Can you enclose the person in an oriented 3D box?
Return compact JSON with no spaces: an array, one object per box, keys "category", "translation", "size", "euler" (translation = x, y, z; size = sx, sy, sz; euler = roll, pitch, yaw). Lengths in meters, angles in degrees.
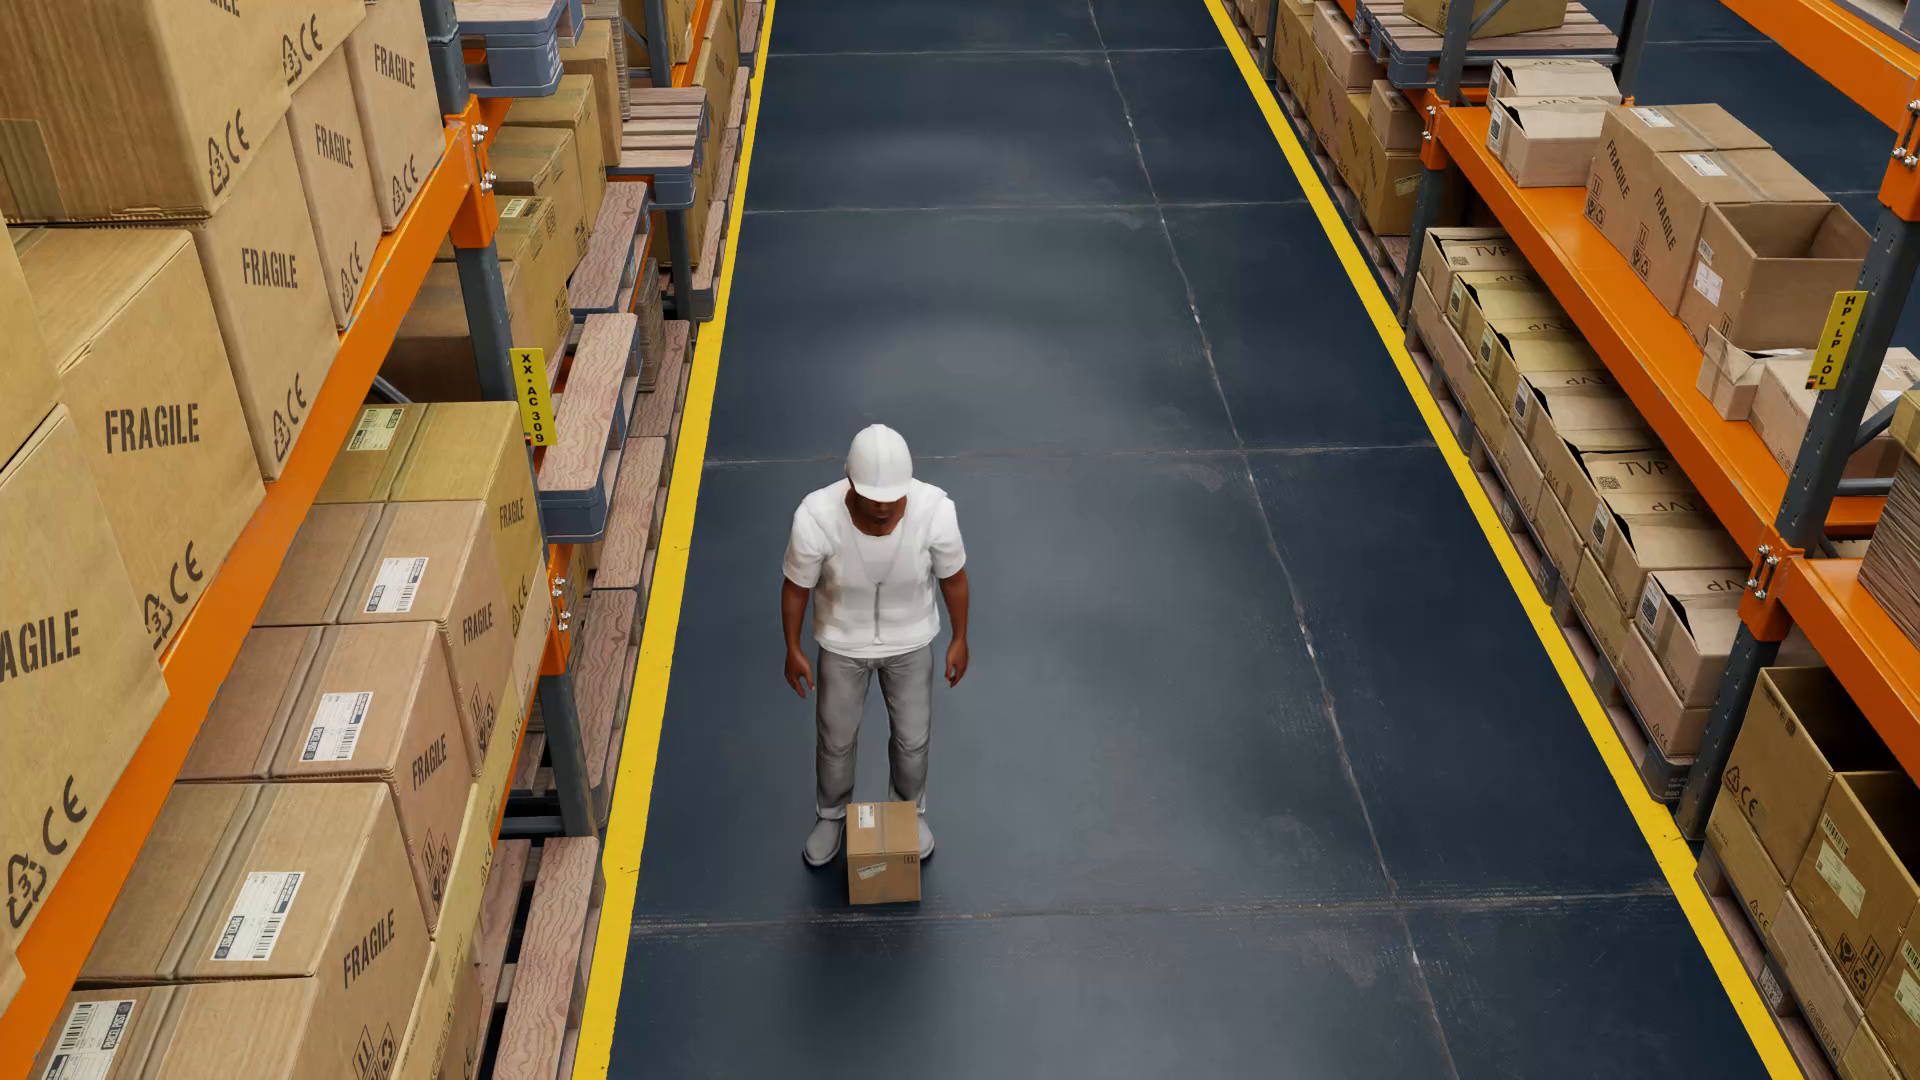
[{"category":"person","translation":[-0.280,0.357,5.621],"size":[0.634,1.760,0.460],"euler":[-4,35,-5]}]
